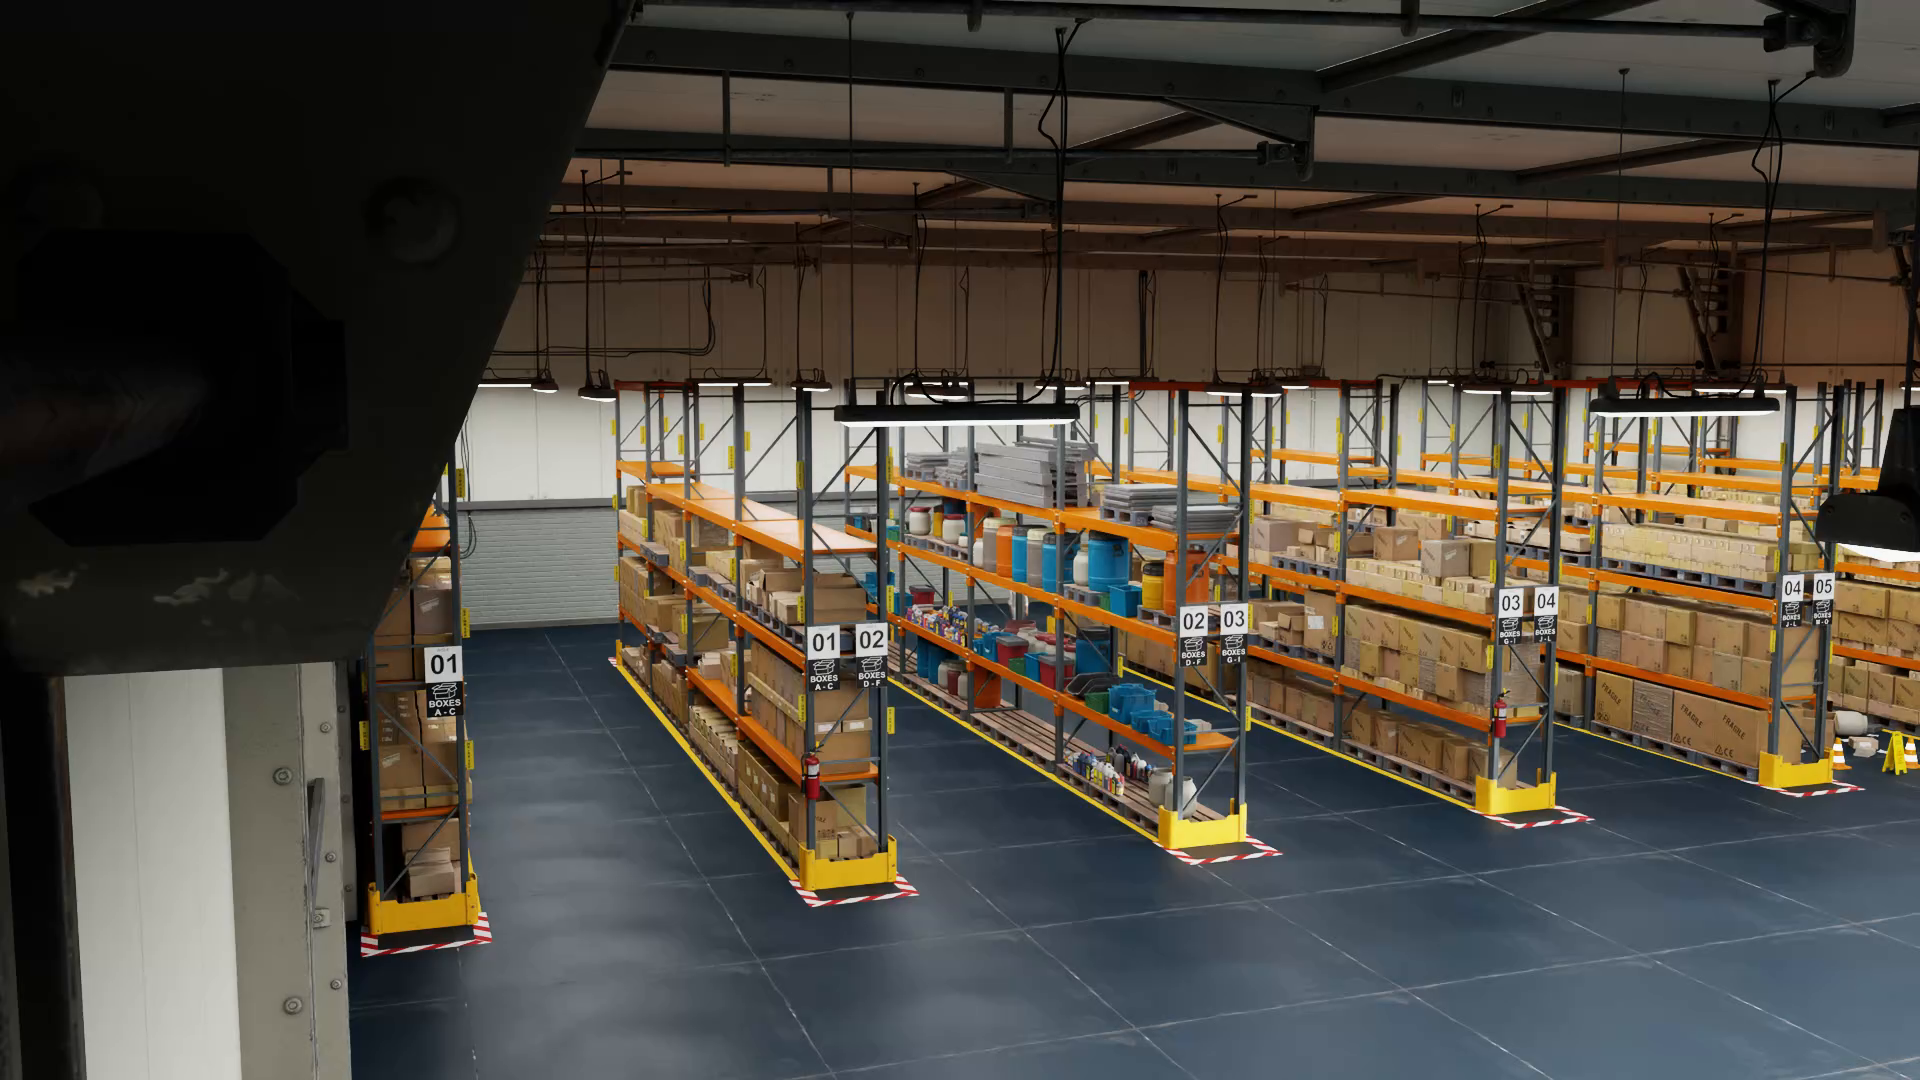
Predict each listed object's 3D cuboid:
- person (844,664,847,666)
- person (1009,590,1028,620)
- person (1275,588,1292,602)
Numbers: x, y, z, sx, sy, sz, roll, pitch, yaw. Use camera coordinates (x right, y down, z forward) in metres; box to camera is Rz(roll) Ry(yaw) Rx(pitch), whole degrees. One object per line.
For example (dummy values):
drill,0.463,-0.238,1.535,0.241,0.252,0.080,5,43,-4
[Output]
person,-2.056,2.154,28.715,0.504,1.813,0.643,0,6,-2
person,1.315,1.581,37.535,0.418,1.539,0.868,-1,6,-11
person,8.625,0.771,44.363,0.597,1.798,0.528,-1,6,-6
